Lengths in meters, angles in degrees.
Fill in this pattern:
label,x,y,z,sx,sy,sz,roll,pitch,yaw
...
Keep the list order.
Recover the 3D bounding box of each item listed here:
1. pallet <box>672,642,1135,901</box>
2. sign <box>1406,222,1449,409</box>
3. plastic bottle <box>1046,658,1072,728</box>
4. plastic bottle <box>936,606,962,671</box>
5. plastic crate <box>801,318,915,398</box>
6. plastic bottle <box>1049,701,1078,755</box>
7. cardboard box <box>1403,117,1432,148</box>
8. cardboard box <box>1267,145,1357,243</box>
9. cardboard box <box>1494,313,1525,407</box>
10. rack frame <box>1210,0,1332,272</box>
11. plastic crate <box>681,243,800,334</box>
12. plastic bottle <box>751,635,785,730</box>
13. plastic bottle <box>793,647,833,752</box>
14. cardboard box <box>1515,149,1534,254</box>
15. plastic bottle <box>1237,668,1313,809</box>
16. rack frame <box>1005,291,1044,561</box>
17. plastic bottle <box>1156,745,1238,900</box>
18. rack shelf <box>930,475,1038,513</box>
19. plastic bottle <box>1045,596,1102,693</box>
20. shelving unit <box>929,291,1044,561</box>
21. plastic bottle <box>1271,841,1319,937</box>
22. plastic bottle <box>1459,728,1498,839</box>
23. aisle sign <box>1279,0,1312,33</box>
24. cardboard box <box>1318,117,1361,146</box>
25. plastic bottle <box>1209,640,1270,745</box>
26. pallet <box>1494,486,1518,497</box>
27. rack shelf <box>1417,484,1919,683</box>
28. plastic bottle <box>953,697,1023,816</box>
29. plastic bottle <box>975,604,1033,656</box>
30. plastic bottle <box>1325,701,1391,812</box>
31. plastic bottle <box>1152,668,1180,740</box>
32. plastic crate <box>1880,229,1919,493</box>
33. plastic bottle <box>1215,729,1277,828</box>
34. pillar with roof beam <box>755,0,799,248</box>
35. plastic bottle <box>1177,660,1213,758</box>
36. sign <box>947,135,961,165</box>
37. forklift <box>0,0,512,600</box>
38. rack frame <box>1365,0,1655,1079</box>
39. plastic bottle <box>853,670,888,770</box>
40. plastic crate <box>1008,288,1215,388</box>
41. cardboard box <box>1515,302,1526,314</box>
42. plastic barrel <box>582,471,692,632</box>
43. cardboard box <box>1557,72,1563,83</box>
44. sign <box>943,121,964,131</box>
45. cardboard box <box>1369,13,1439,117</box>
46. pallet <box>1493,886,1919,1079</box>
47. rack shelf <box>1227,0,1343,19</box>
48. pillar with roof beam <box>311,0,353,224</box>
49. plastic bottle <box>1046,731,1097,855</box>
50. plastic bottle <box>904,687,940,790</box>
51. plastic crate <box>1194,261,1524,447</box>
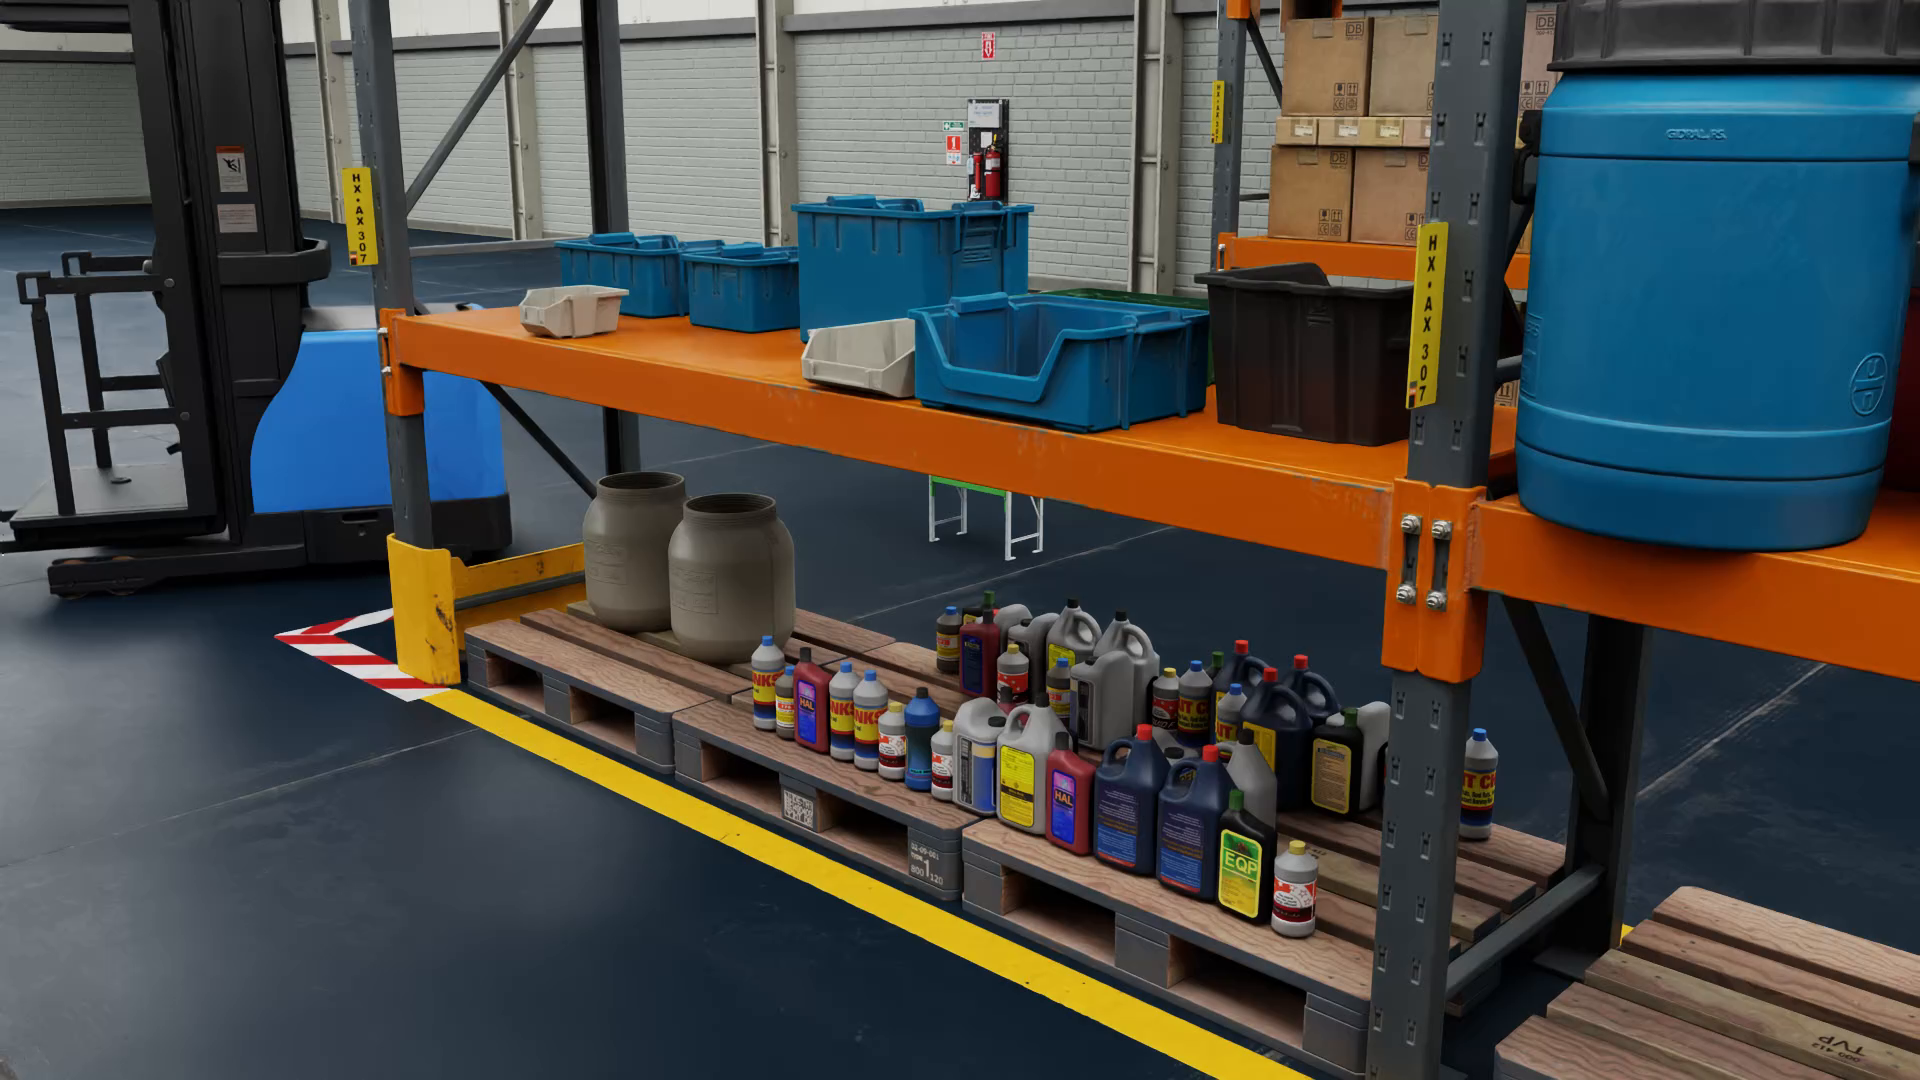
label,x,y,z,sx,sy,sz,roll,pitch,yaw
pallet,-0.112,0.646,5.033,1.213,0.211,1.003,14,20,42
sign,0.835,-0.401,2.971,0.005,0.325,0.100,14,20,42
plastic bottle,0.303,0.450,4.934,0.097,0.201,0.097,0,15,0
plastic bottle,-0.029,0.318,5.438,0.097,0.201,0.097,0,15,0
plastic crate,-0.120,-0.475,4.330,0.437,0.136,0.530,14,20,42
plastic bottle,0.243,0.563,4.335,0.133,0.283,0.061,14,20,42
cardboard box,2.470,-2.083,8.494,0.250,0.149,0.380,13,20,41
cardboard box,2.113,-1.927,9.182,0.500,0.500,0.700,14,20,42
cardboard box,2.748,-0.892,8.540,0.500,0.500,0.500,14,20,42
rack frame,1.786,-1.963,9.517,0.127,3.000,1.000,14,20,42
plastic crate,-0.623,-0.845,5.520,0.408,0.251,0.499,14,20,42
plastic bottle,-0.566,0.417,4.923,0.097,0.271,0.097,0,15,0
plastic bottle,-0.416,0.454,4.756,0.133,0.283,0.061,14,20,43
cardboard box,2.848,-1.748,8.495,0.500,0.500,0.700,14,20,43
plastic bottle,0.832,0.514,4.391,0.185,0.351,0.144,14,20,42
rack frame,0.295,-0.509,7.506,0.015,1.200,0.240,14,20,42
plastic bottle,0.561,0.644,3.892,0.185,0.351,0.144,13,19,41
rack shelf,0.119,-0.258,7.746,0.480,0.148,0.258,14,20,42
plastic bottle,0.356,0.348,5.029,0.144,0.351,0.185,-14,20,-42
shelving unit,0.119,-0.552,7.670,0.503,1.200,0.258,14,20,42
plastic bottle,0.747,0.770,3.706,0.097,0.201,0.097,0,15,0
plastic bottle,1.299,0.607,4.190,0.097,0.271,0.097,0,15,0
aisle sign,1.943,-3.286,9.438,0.004,0.787,0.394,14,20,42
cardboard box,2.111,-2.172,8.834,0.250,0.149,0.380,13,19,41
plastic bottle,0.796,0.455,4.619,0.185,0.351,0.144,13,19,40
pallet,3.240,-0.274,8.565,1.213,0.211,1.003,14,20,42
rack shelf,2.664,0.334,2.130,4.000,0.370,1.077,14,20,42
plastic bottle,0.076,0.561,4.360,0.152,0.276,0.135,-14,20,-43
plastic bottle,0.134,0.331,5.240,0.135,0.276,0.152,14,20,43
plastic bottle,1.048,0.554,4.388,0.152,0.276,0.135,-14,20,-42
plastic bottle,0.608,0.473,4.844,0.097,0.201,0.097,0,15,0
plastic crate,1.786,-0.366,3.262,0.583,0.464,0.402,14,20,42
plastic bottle,0.661,0.618,3.993,0.185,0.351,0.144,14,20,42
pillar with roof beam,-5.301,-7.119,17.407,0.400,9.000,9.100,14,20,42
plastic bottle,0.664,0.474,4.701,0.097,0.271,0.097,0,15,0
sign,-0.072,-4.520,19.258,0.234,0.329,0.001,14,20,42
forklift,-3.617,-1.316,7.171,3.031,2.935,1.130,-5,15,-18
rack frame,1.225,-0.365,3.382,0.127,3.000,1.000,14,20,42
plastic bottle,-0.247,0.494,4.625,0.097,0.271,0.097,0,15,0
plastic crate,0.443,-0.551,4.517,0.662,0.188,0.450,14,20,42
cardboard box,3.109,-0.986,8.902,0.500,0.500,0.500,14,20,42
plastic barrel,-1.128,0.037,5.941,0.421,0.512,0.421,0,15,0
cardboard box,3.258,-2.279,7.959,0.500,0.500,0.700,14,20,42
sign,-0.075,-4.774,19.182,0.331,0.109,0.001,14,20,42
cardboard box,2.534,-2.455,8.633,0.500,0.500,0.700,13,19,41
pallet,1.817,1.115,3.233,1.213,0.211,1.003,14,20,42
rack shelf,3.226,-2.716,7.886,4.000,0.370,1.077,14,20,42
pillar with roof beam,-13.939,-9.219,25.468,0.400,9.000,9.100,14,20,42
plastic bottle,0.277,0.622,4.110,0.061,0.283,0.133,-13,19,-41
plastic bottle,-0.101,0.530,4.489,0.097,0.271,0.097,0,15,0
plastic crate,0.936,-0.449,3.830,0.504,0.338,0.767,14,20,42
